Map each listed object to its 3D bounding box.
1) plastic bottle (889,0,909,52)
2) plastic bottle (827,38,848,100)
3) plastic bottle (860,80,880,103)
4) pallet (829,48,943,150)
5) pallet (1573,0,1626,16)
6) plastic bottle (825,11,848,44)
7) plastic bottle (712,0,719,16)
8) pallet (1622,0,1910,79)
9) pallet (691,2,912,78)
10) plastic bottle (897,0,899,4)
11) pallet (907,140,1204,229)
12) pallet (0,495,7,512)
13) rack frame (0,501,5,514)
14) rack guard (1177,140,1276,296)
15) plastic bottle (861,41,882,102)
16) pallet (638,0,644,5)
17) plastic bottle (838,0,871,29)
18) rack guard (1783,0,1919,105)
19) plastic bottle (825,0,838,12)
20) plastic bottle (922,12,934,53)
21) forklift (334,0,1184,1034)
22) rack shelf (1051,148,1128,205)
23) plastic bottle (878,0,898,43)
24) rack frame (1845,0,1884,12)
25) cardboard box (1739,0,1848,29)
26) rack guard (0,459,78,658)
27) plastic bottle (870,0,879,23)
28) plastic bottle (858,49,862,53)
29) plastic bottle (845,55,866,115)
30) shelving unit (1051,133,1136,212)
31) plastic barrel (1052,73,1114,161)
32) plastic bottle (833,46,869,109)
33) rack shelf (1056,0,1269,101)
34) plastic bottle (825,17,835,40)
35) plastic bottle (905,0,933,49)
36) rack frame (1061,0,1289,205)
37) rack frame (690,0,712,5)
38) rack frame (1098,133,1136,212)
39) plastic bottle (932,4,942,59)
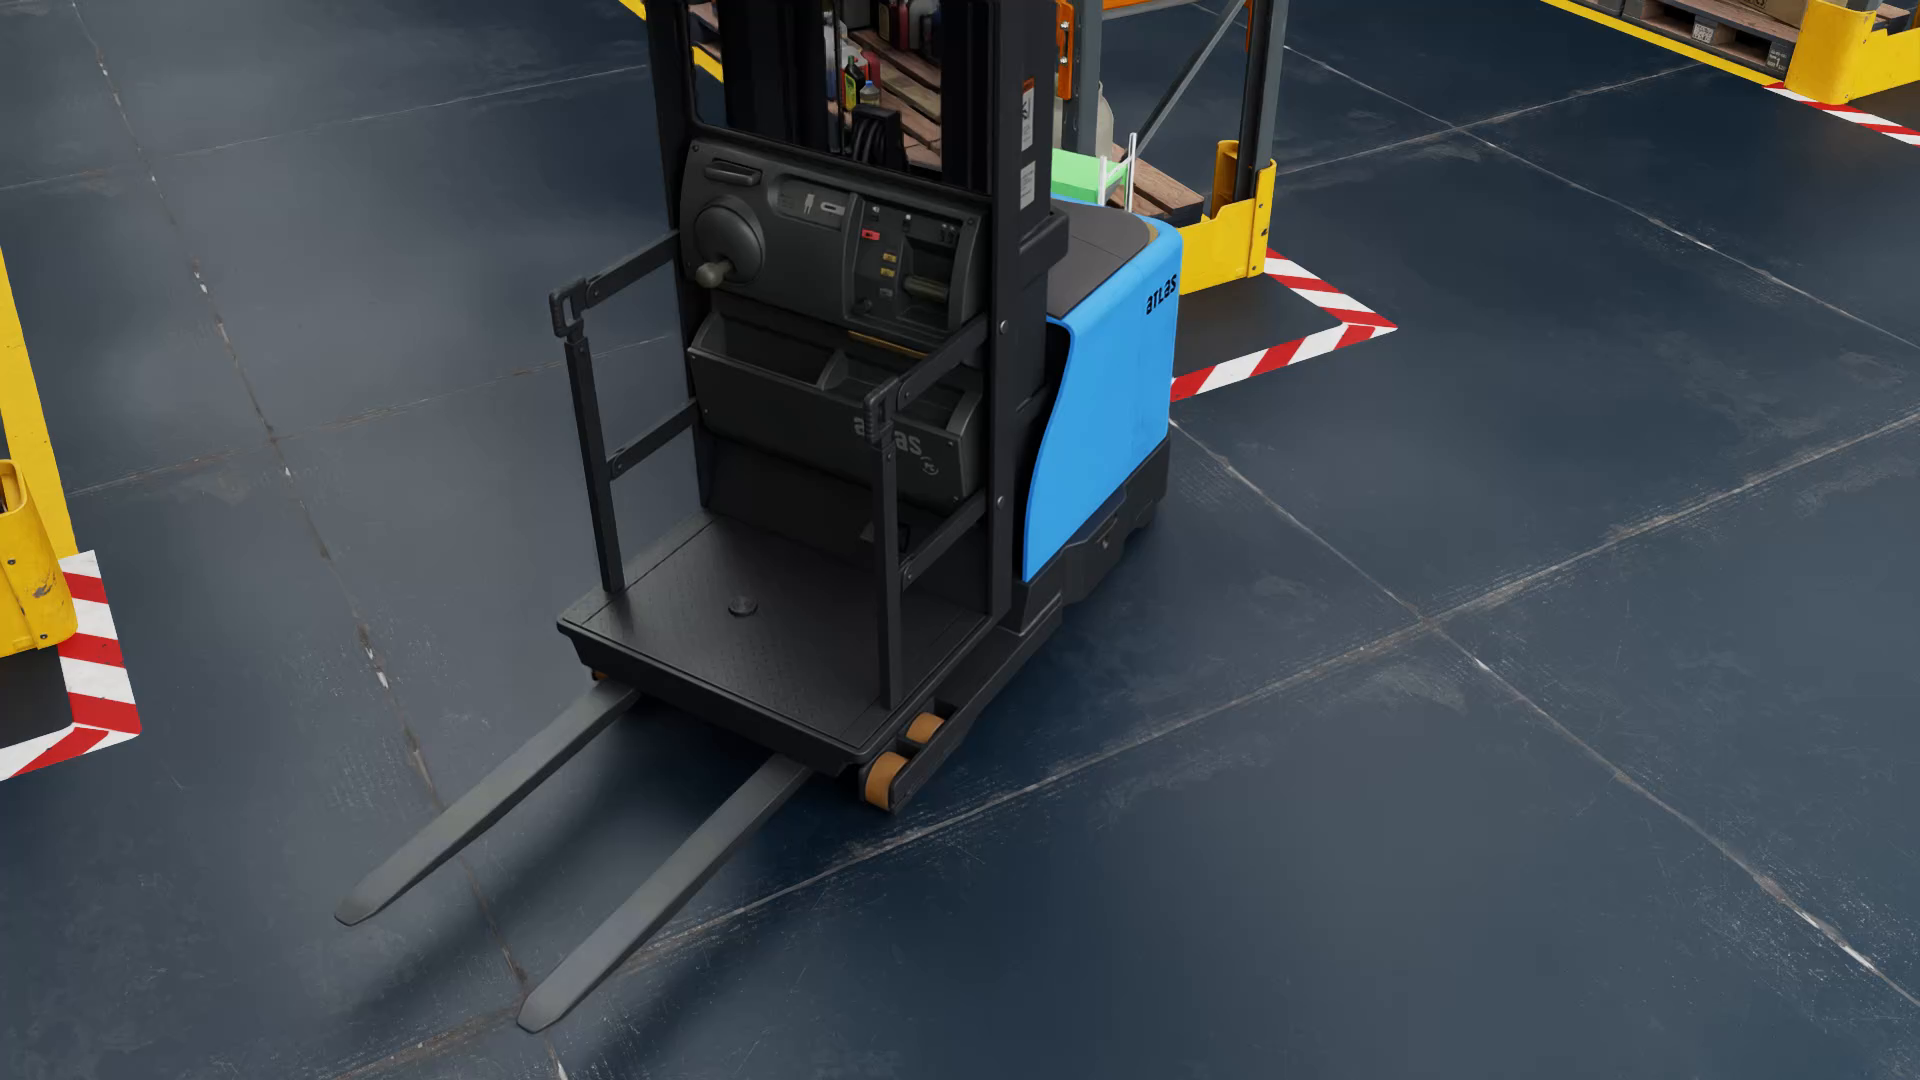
[{"bbox_3d":[-0.328,-2.793,8.961,0.061,0.283,0.133,-19,40,-24],"label":"plastic bottle"},{"bbox_3d":[-0.611,-2.386,8.410,0.152,0.276,0.135,-20,41,-25],"label":"plastic bottle"},{"bbox_3d":[-0.438,-2.149,8.148,0.097,0.201,0.097,0,36,0],"label":"plastic bottle"},{"bbox_3d":[-0.228,-2.230,8.625,1.003,0.211,1.213,-19,40,-24],"label":"pallet"},{"bbox_3d":[4.121,-3.721,10.665,1.003,0.211,1.213,-19,40,-24],"label":"pallet"},{"bbox_3d":[-0.676,-2.621,8.732,0.152,0.276,0.135,-19,40,-24],"label":"plastic bottle"},{"bbox_3d":[-1.365,-3.118,9.416,0.097,0.271,0.097,0,36,0],"label":"plastic bottle"},{"bbox_3d":[4.730,-3.099,9.815,1.003,0.211,1.213,-19,40,-24],"label":"pallet"},{"bbox_3d":[-0.845,-2.853,9.478,1.003,0.211,1.213,-19,40,-24],"label":"pallet"},{"bbox_3d":[-0.315,-2.937,9.100,0.144,0.351,0.185,-19,40,-24],"label":"plastic bottle"},{"bbox_3d":[0.381,-1.609,7.774,1.003,0.211,1.213,-19,40,-24],"label":"pallet"},{"bbox_3d":[-3.842,-0.080,5.680,1.003,0.211,1.213,-19,40,-24],"label":"pallet"},{"bbox_3d":[-3.421,-0.828,4.341,1.000,3.000,0.127,-19,40,-24],"label":"rack frame"},{"bbox_3d":[0.784,-1.310,7.119,1.175,0.500,0.348,-19,40,-24],"label":"rack guard"},{"bbox_3d":[-0.450,-2.350,8.355,0.061,0.283,0.133,-19,40,-24],"label":"plastic bottle"},{"bbox_3d":[-1.574,-3.597,10.496,1.003,0.211,1.213,-19,40,-24],"label":"pallet"},{"bbox_3d":[-0.593,-3.014,9.270,0.152,0.276,0.135,-19,40,-24],"label":"plastic bottle"},{"bbox_3d":[5.108,-2.791,9.148,1.175,0.500,0.348,-19,40,-24],"label":"rack guard"},{"bbox_3d":[-0.698,-3.156,9.401,0.144,0.351,0.185,-19,40,-24],"label":"plastic bottle"},{"bbox_3d":[-0.154,-2.740,8.958,0.097,0.201,0.097,0,36,0],"label":"plastic bottle"},{"bbox_3d":[-0.470,-0.733,4.268,1.130,2.935,3.031,20,41,25],"label":"forklift"},{"bbox_3d":[0.316,-1.233,5.716,0.480,0.148,0.258,20,40,25],"label":"rack shelf"},{"bbox_3d":[-0.391,-2.866,9.061,0.061,0.283,0.133,-19,40,-24],"label":"plastic bottle"},{"bbox_3d":[5.146,-3.762,8.358,1.000,3.000,0.127,-19,40,-24],"label":"rack frame"},{"bbox_3d":[4.846,-3.246,9.414,0.500,0.500,0.500,-12,38,-16],"label":"cardboard box"},{"bbox_3d":[-3.409,0.193,5.062,1.175,0.500,0.348,-19,40,-24],"label":"rack guard"},{"bbox_3d":[-0.477,-3.101,9.326,0.144,0.351,0.185,-21,41,-26],"label":"plastic bottle"},{"bbox_3d":[-0.513,-2.402,8.496,0.097,0.201,0.097,0,36,0],"label":"plastic bottle"},{"bbox_3d":[-0.513,-2.236,8.198,0.061,0.283,0.133,-18,40,-23],"label":"plastic bottle"},{"bbox_3d":[0.316,-0.897,5.961,0.503,1.200,0.258,20,40,25],"label":"shelving unit"},{"bbox_3d":[0.467,-1.772,7.386,0.421,0.512,0.421,0,36,0],"label":"plastic barrel"},{"bbox_3d":[-0.541,-2.315,8.313,0.152,0.276,0.135,-19,40,-24],"label":"plastic bottle"},{"bbox_3d":[-0.142,-3.024,7.957,1.077,0.370,4.000,-19,40,-24],"label":"rack shelf"},{"bbox_3d":[-0.698,-2.500,8.502,0.144,0.351,0.185,-17,40,-22],"label":"plastic bottle"},{"bbox_3d":[-0.237,-2.822,9.007,0.152,0.276,0.135,-18,40,-23],"label":"plastic bottle"},{"bbox_3d":[0.863,-2.294,6.348,1.000,3.000,0.127,-19,40,-24],"label":"rack frame"},{"bbox_3d":[-1.146,-4.334,9.141,1.000,3.000,0.127,-19,40,-24],"label":"rack frame"},{"bbox_3d":[0.525,-0.823,5.860,0.015,1.200,0.240,20,40,25],"label":"rack frame"},{"bbox_3d":[-0.102,-2.716,8.866,0.097,0.271,0.097,0,36,0],"label":"plastic bottle"}]
